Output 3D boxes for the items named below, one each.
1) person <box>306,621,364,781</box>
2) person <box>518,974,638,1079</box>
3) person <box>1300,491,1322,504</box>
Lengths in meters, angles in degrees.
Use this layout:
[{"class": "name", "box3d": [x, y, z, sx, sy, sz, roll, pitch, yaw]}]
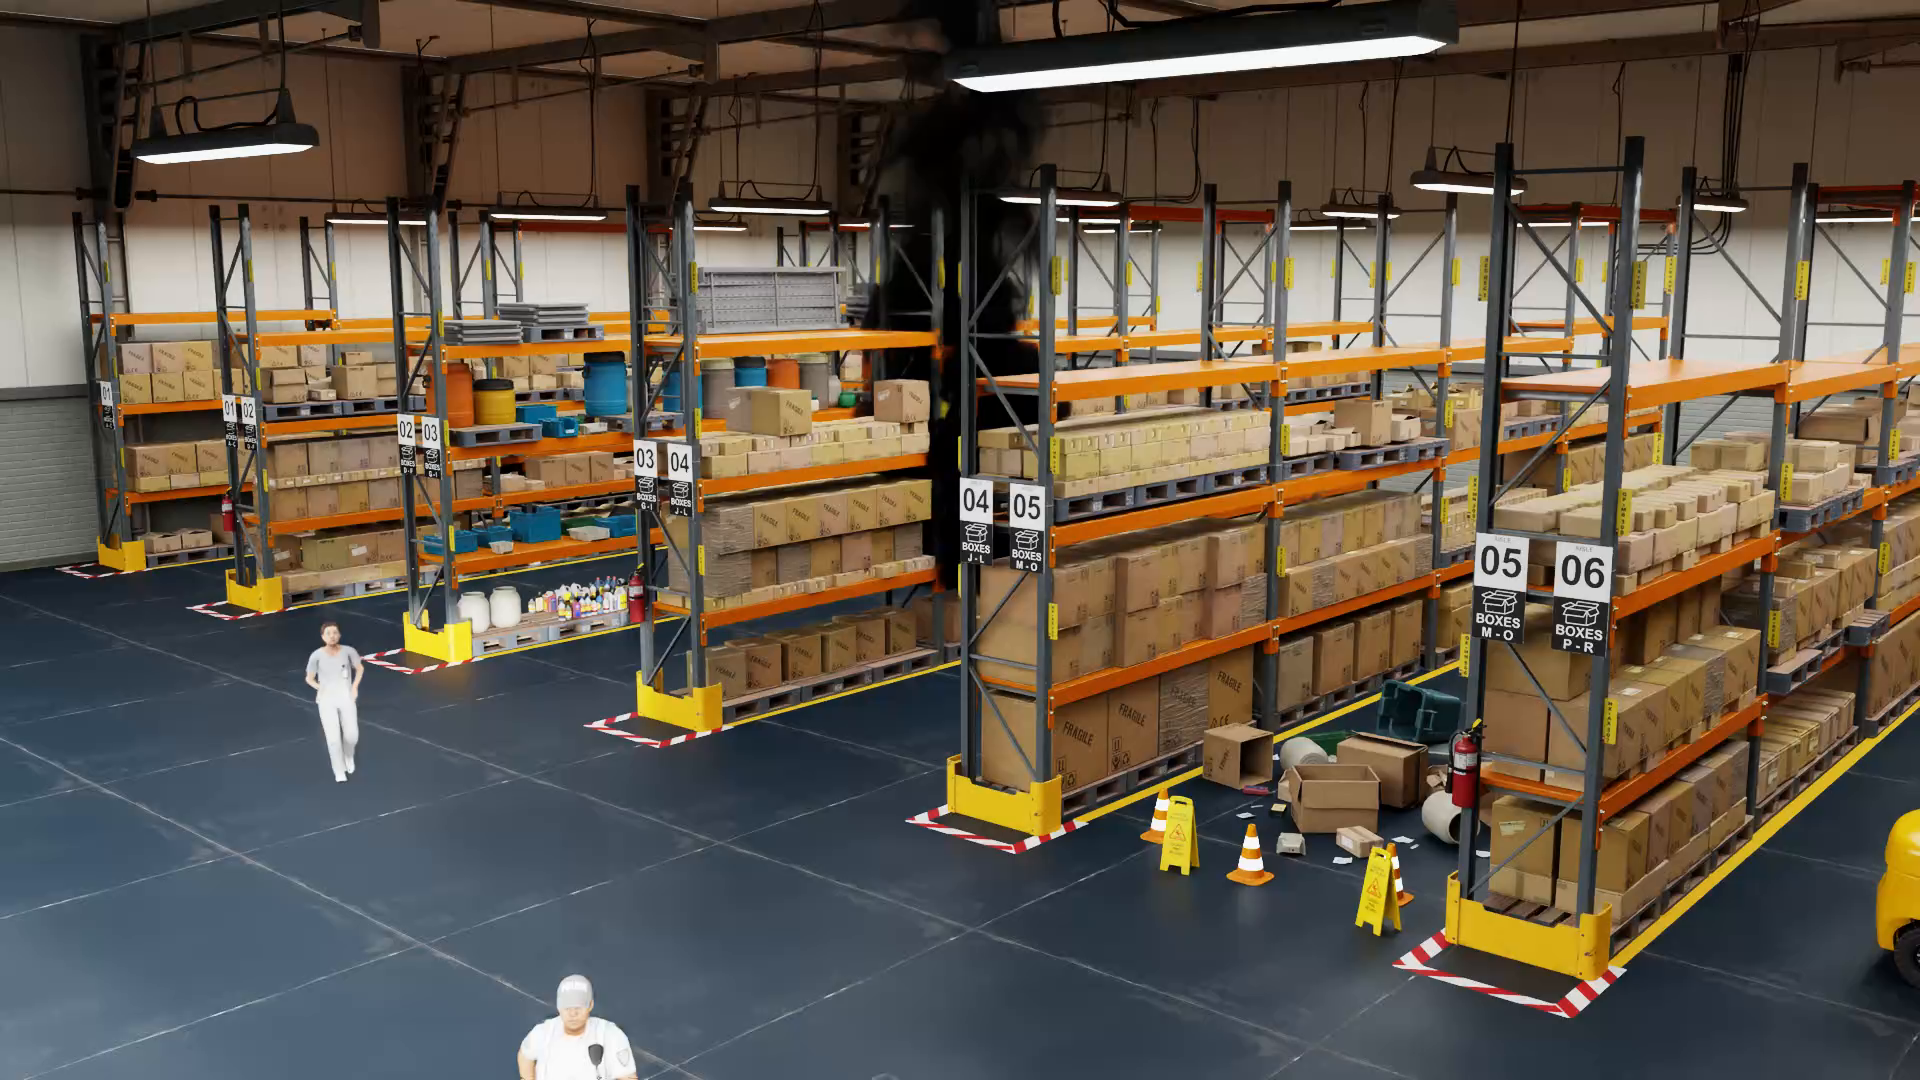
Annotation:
[{"class": "person", "box3d": [-6.215, 1.621, 16.598, 0.557, 1.625, 0.564, -4, 10, -24]}, {"class": "person", "box3d": [-1.902, 2.982, 8.311, 0.594, 1.696, 0.860, -2, 10, -11]}, {"class": "person", "box3d": [5.498, 0.037, 25.965, 0.730, 1.677, 0.977, 7, 12, 36]}]
